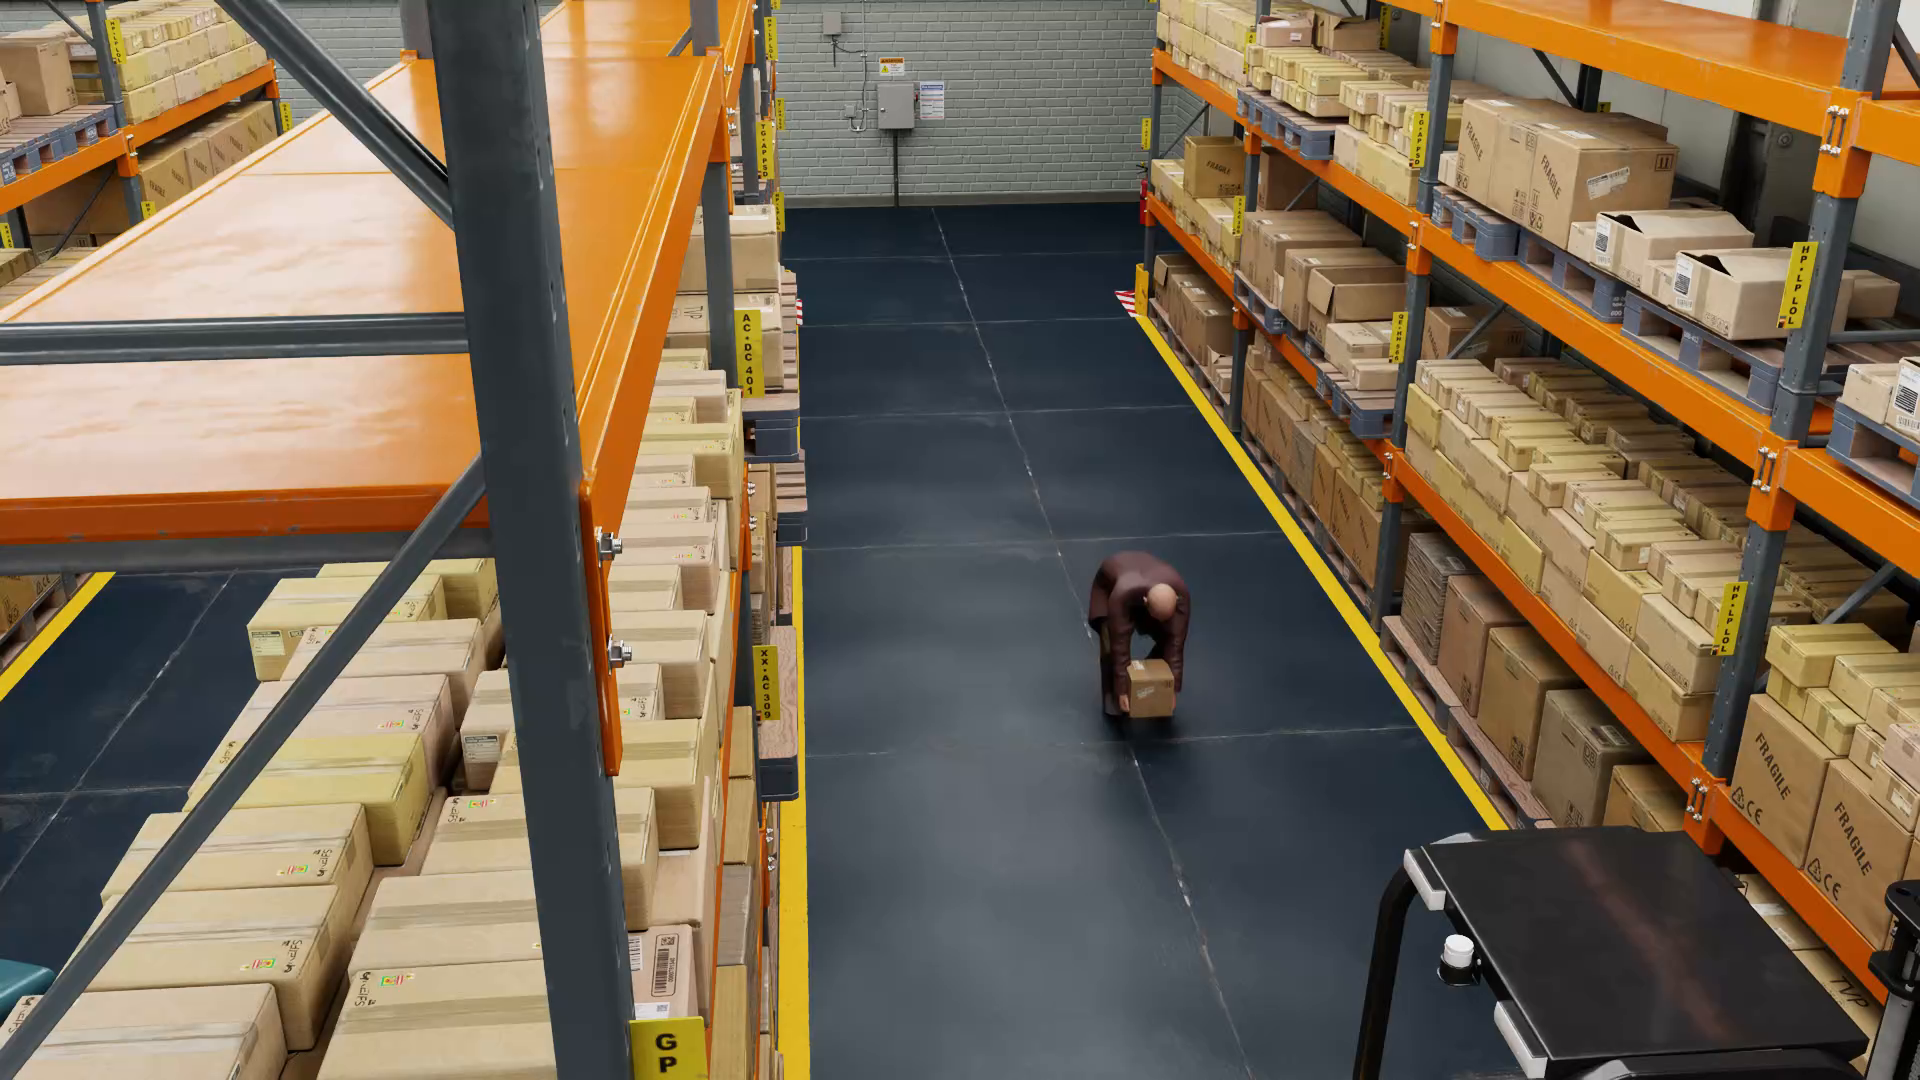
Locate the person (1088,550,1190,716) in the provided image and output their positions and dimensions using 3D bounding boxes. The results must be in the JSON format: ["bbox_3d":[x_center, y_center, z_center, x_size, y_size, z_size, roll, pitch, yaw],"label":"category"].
[{"bbox_3d":[1.078,0.588,9.951,0.591,1.019,0.939,-3,24,-8],"label":"person"}]
